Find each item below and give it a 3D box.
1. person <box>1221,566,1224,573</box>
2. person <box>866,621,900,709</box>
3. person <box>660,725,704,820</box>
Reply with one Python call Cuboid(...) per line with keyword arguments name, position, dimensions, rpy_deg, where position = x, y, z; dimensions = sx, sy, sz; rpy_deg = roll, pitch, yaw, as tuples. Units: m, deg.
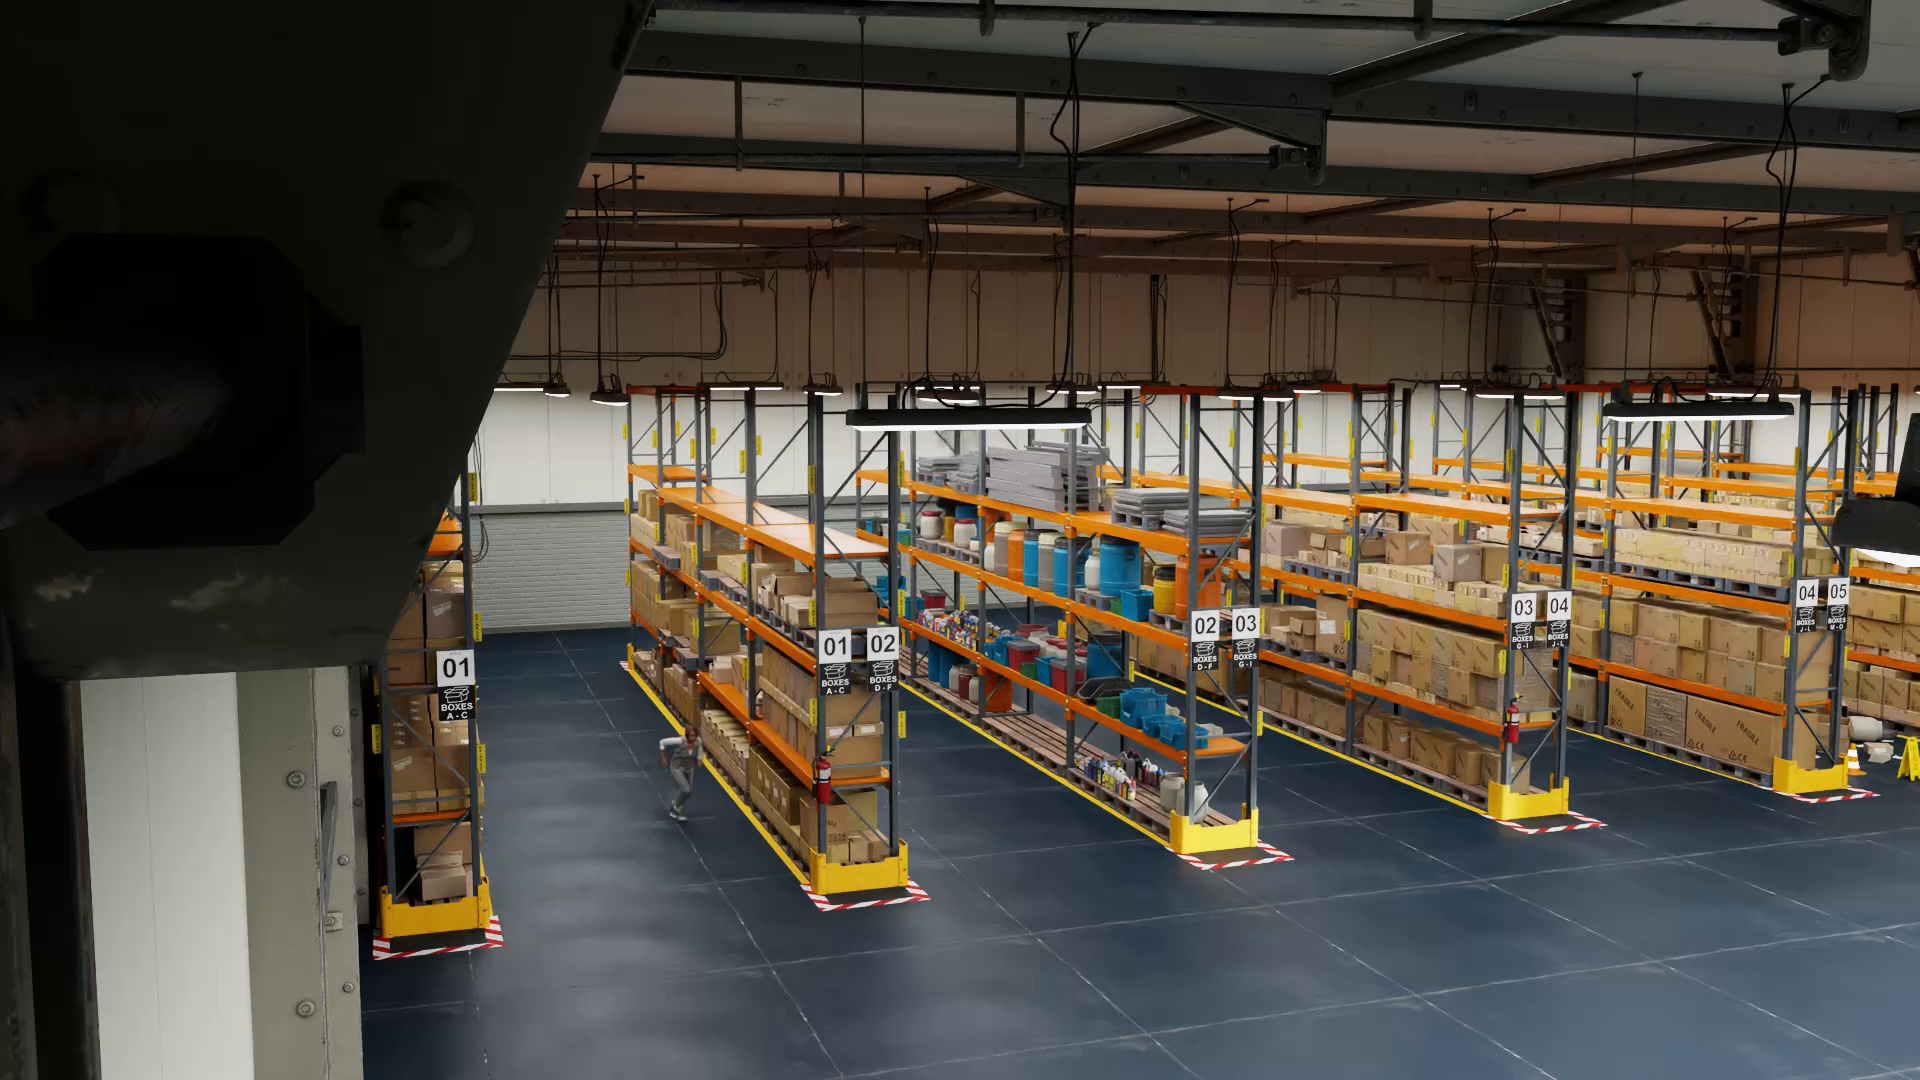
Cuboid(name="person", position=(6.177, 1.391, 39.833), dimensions=(0.688, 1.679, 0.532), rpy_deg=(0, 6, 0))
Cuboid(name="person", position=(-1.423, 2.313, 30.559), dimensions=(0.656, 1.680, 0.735), rpy_deg=(-2, 6, -20))
Cuboid(name="person", position=(-3.861, 3.238, 23.066), dimensions=(0.566, 1.432, 0.830), rpy_deg=(-4, 7, -35))
